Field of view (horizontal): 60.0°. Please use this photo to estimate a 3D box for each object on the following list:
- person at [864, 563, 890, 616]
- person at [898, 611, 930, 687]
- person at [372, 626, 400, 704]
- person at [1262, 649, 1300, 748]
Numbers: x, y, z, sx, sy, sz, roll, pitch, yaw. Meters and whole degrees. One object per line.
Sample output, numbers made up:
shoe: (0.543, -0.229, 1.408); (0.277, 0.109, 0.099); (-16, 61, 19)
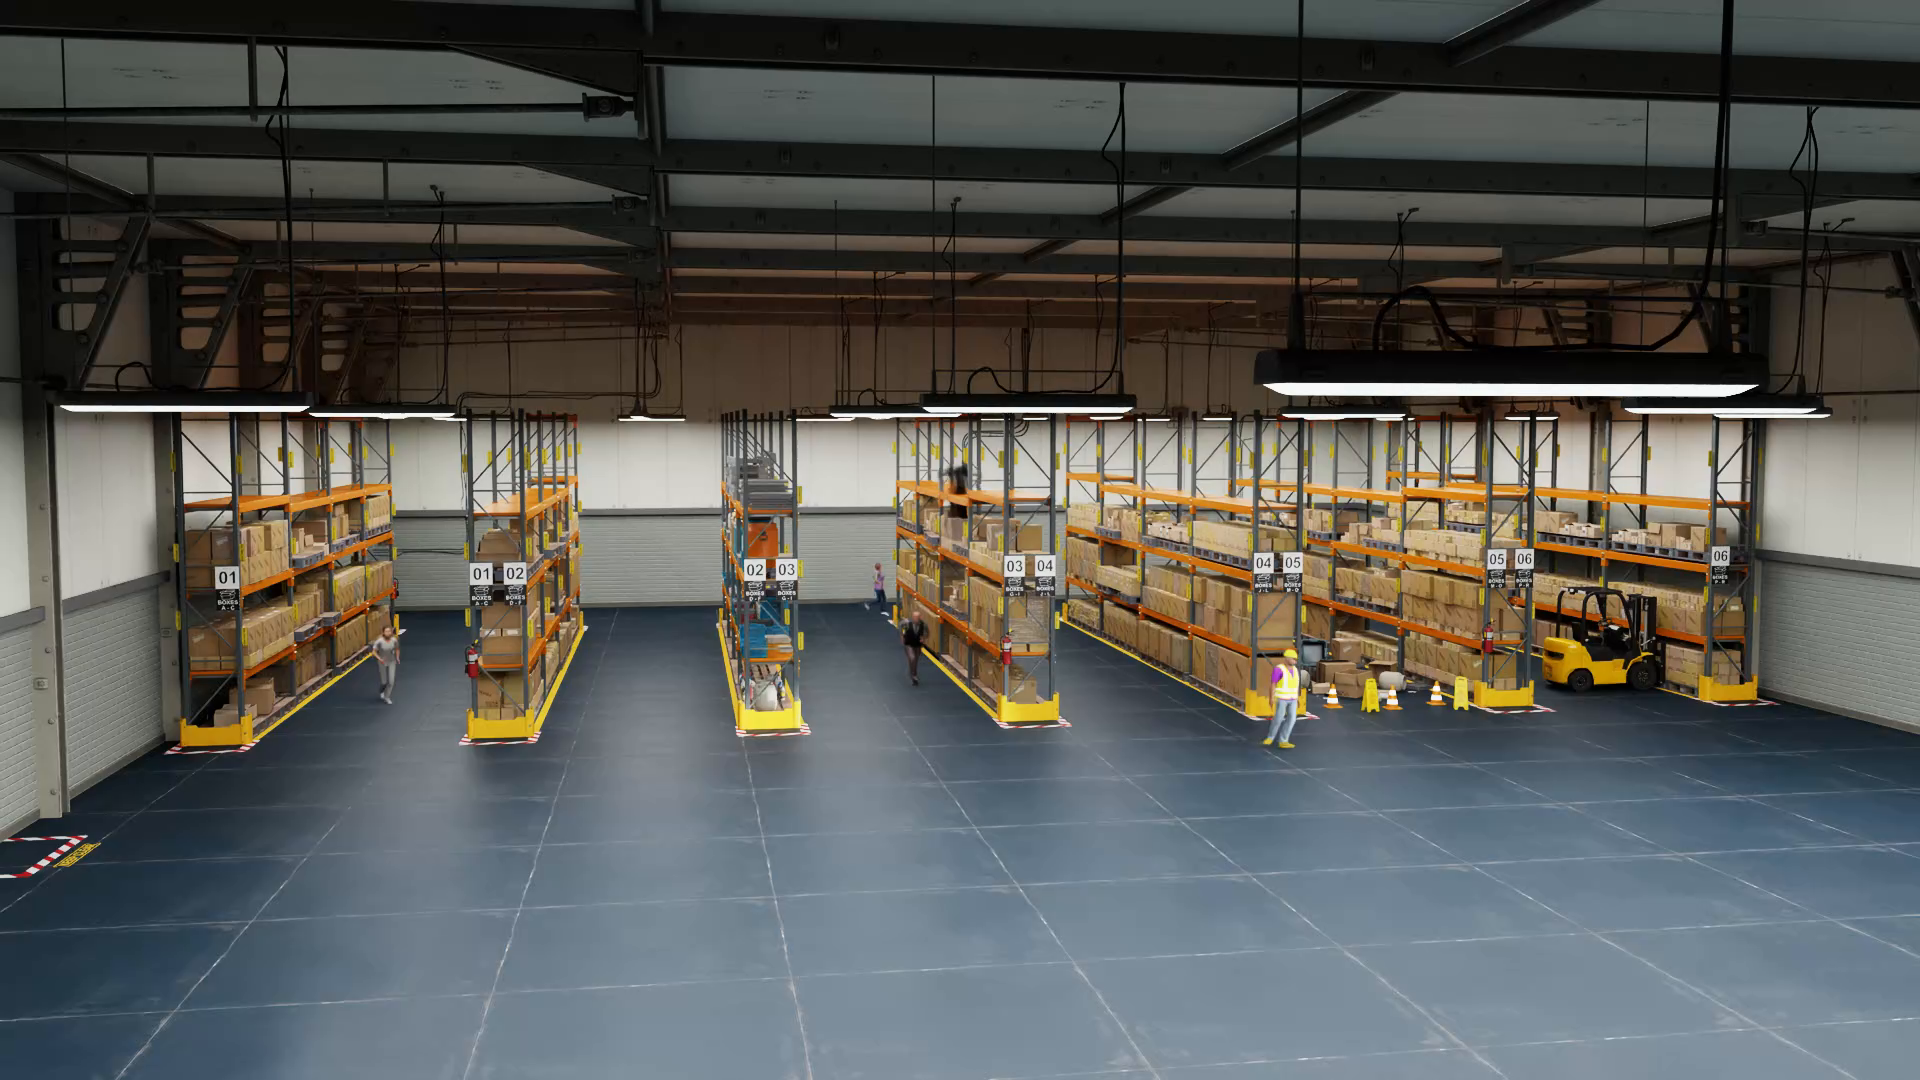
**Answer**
person: (-2.480, 1.478, 49.786); (0.775, 1.573, 0.550); (0, 4, 7)
person: (-1.032, 2.376, 36.662); (0.701, 1.683, 0.990); (-1, 4, -10)
person: (-11.774, 2.549, 34.113); (0.562, 1.613, 0.659); (-2, 5, -31)
person: (5.687, 2.797, 29.382); (0.671, 1.749, 0.488); (-2, 5, -30)
